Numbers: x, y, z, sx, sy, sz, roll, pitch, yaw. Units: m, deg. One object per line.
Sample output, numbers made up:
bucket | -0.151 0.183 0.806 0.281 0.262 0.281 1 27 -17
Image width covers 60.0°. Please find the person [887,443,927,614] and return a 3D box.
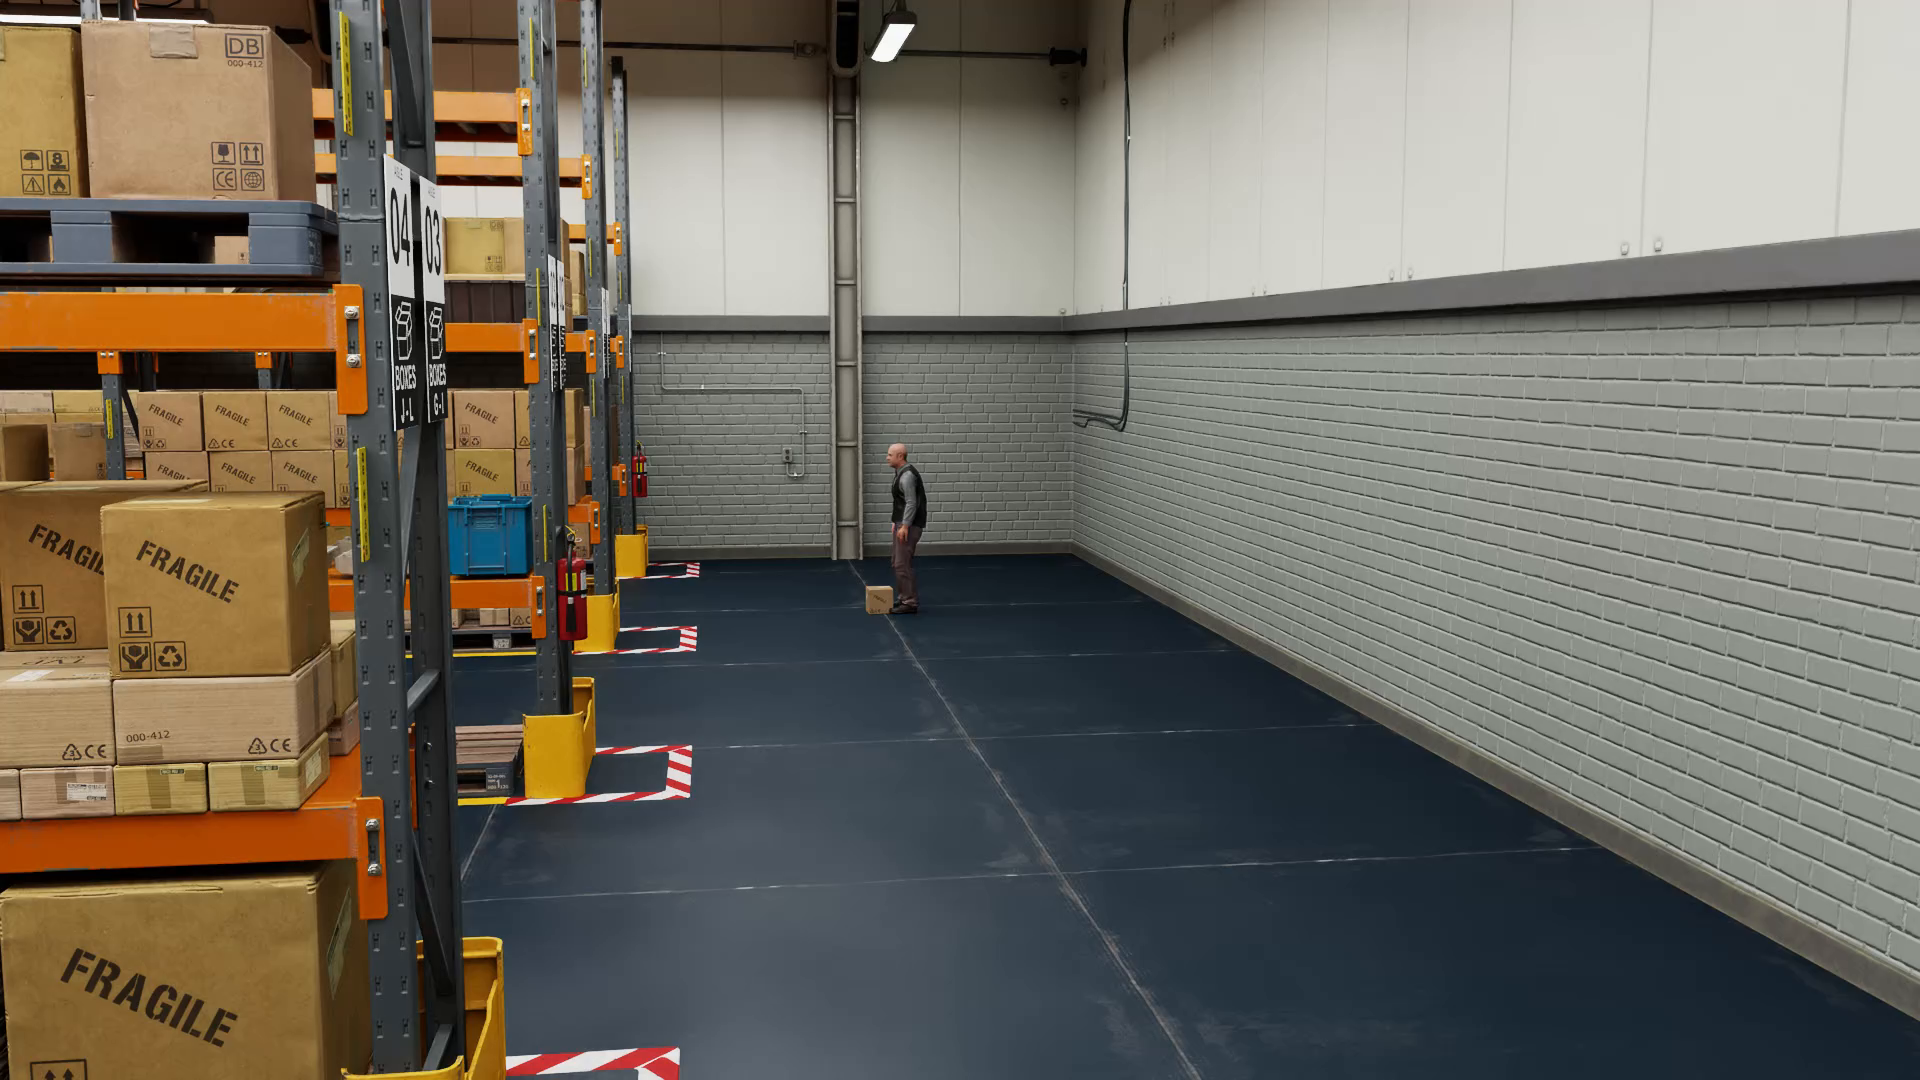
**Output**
person | -0.546 -0.126 16.933 0.414 1.721 0.580 -1 7 -9
